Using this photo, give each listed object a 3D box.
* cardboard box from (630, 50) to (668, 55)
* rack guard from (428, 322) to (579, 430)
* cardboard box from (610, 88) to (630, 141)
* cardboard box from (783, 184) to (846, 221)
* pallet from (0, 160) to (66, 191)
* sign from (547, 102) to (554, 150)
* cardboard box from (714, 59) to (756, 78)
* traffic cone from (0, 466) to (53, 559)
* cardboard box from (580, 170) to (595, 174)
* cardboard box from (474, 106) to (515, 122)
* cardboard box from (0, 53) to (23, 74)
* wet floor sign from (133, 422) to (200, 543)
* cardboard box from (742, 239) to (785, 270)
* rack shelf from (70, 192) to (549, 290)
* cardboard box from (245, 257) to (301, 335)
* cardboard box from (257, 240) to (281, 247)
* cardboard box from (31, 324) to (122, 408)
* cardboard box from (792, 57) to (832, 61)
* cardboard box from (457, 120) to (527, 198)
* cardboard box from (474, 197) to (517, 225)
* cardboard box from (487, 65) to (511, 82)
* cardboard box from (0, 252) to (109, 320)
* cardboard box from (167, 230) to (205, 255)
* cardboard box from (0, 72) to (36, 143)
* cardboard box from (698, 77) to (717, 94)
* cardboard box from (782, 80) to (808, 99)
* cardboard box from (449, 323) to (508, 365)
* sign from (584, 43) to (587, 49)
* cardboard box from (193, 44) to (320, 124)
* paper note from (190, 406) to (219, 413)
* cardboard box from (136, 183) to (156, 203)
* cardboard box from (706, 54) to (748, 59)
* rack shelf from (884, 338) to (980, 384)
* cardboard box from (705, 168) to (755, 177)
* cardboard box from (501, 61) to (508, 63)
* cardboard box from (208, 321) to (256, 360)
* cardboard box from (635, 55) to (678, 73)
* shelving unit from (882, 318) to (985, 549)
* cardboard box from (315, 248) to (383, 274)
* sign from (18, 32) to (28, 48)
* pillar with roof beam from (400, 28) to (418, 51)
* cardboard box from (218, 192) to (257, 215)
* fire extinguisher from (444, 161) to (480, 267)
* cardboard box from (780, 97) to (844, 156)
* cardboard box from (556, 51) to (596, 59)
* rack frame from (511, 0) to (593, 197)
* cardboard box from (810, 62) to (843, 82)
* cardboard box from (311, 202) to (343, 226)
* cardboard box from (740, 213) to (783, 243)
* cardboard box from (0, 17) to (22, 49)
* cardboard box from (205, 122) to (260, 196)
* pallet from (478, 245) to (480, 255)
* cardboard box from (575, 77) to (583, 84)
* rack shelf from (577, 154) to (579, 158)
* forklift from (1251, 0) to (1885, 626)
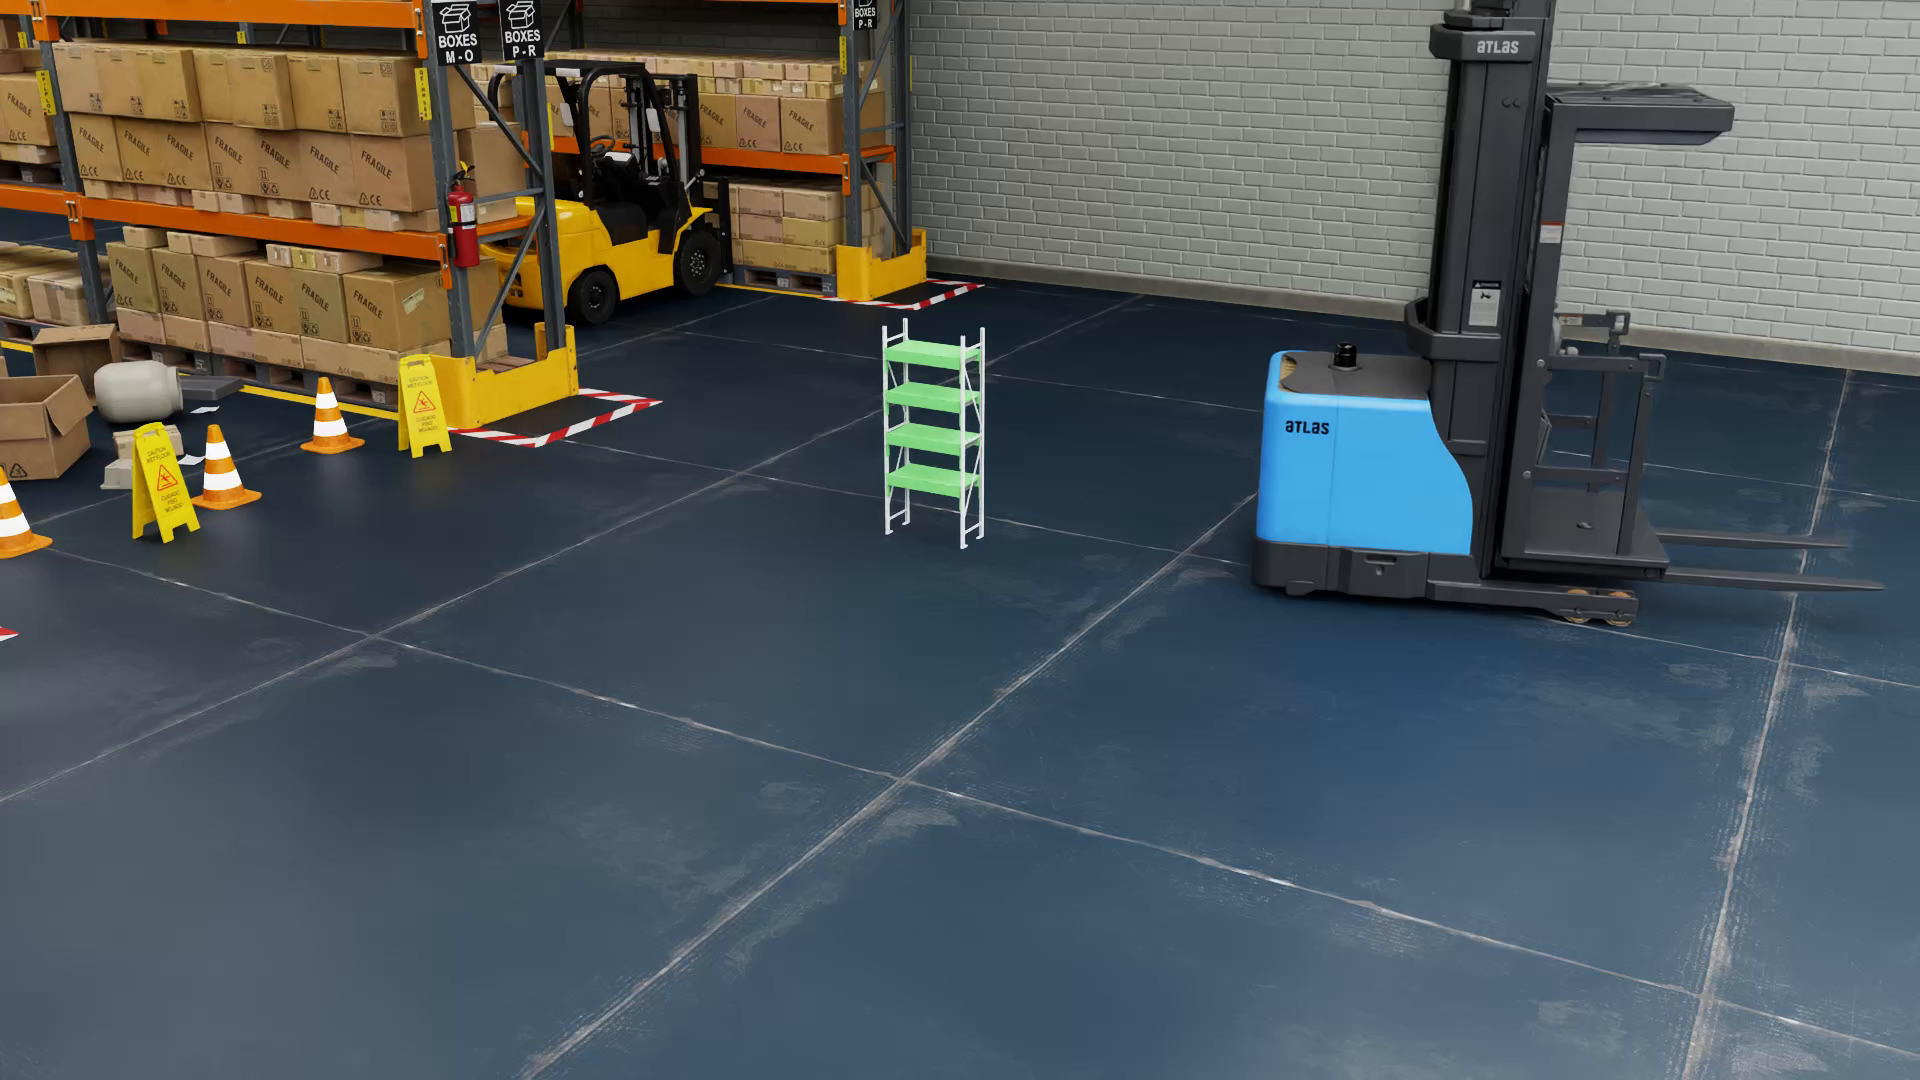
[{"bbox_3d":[-3.145,-4.908,16.961,0.250,0.149,0.380,10,22,26],"label":"cardboard box"},{"bbox_3d":[-3.248,-1.190,11.913,0.348,0.500,1.175,11,23,27],"label":"rack guard"},{"bbox_3d":[-3.091,-4.226,16.470,0.500,0.500,0.500,11,22,27],"label":"cardboard box"},{"bbox_3d":[-1.319,-3.189,15.709,0.500,0.250,0.500,12,23,29],"label":"cardboard box"},{"bbox_3d":[-7.270,-3.098,13.788,1.213,0.211,1.003,11,23,27],"label":"pallet"},{"bbox_3d":[-2.917,-2.921,11.750,0.005,0.325,0.100,11,23,27],"label":"sign"},{"bbox_3d":[-2.115,-4.461,15.729,0.250,0.149,0.380,11,23,29],"label":"cardboard box"},{"bbox_3d":[-5.279,-0.181,9.185,0.334,0.463,0.336,11,23,27],"label":"traffic cone"},{"bbox_3d":[-3.546,-3.609,16.866,0.500,0.250,0.500,11,23,27],"label":"cardboard box"},{"bbox_3d":[-4.824,-4.432,17.403,0.500,0.250,0.500,11,23,29],"label":"cardboard box"},{"bbox_3d":[-7.795,-3.827,13.367,0.250,0.149,0.380,10,22,26],"label":"cardboard box"},{"bbox_3d":[-4.517,-0.340,9.356,0.232,0.644,0.267,7,21,18],"label":"wet floor sign"},{"bbox_3d":[-1.758,-2.805,16.116,0.500,0.250,0.500,11,23,27],"label":"cardboard box"},{"bbox_3d":[-4.928,-2.347,12.491,4.000,0.370,1.077,11,23,27],"label":"rack shelf"},{"bbox_3d":[-4.903,-1.837,12.348,0.500,0.500,0.500,10,22,26],"label":"cardboard box"},{"bbox_3d":[-5.136,-2.088,13.039,0.500,0.500,0.500,12,23,30],"label":"cardboard box"},{"bbox_3d":[-6.402,-1.261,12.104,0.500,0.500,0.500,-7,21,-20],"label":"cardboard box"},{"bbox_3d":[-1.403,-4.535,15.935,0.250,0.149,0.380,11,23,28],"label":"cardboard box"},{"bbox_3d":[-3.460,-2.701,11.829,0.500,0.500,0.500,10,22,26],"label":"cardboard box"},{"bbox_3d":[-3.378,-2.353,11.820,0.250,0.149,0.380,11,23,28],"label":"cardboard box"},{"bbox_3d":[-4.663,-4.839,17.208,0.250,0.149,0.380,12,23,29],"label":"cardboard box"},{"bbox_3d":[-7.762,-2.185,14.227,0.625,0.372,0.950,12,23,31],"label":"cardboard box"},{"bbox_3d":[-5.761,-2.278,12.612,0.250,0.149,0.380,12,23,29],"label":"cardboard box"},{"bbox_3d":[-7.623,-3.493,13.396,0.500,0.500,0.500,11,23,28],"label":"cardboard box"},{"bbox_3d":[-2.336,-4.363,15.897,0.250,0.149,0.380,11,23,28],"label":"cardboard box"},{"bbox_3d":[-1.441,-4.191,15.421,0.250,0.149,0.380,11,23,28],"label":"cardboard box"},{"bbox_3d":[-3.751,-1.474,12.446,0.500,0.250,0.500,11,22,27],"label":"cardboard box"},{"bbox_3d":[-3.987,-5.106,17.656,0.005,0.325,0.100,11,23,27],"label":"sign"},{"bbox_3d":[-5.036,-3.294,11.999,0.500,0.500,0.700,11,22,27],"label":"cardboard box"},{"bbox_3d":[-5.403,-0.937,11.903,0.148,0.019,0.142,3,20,9],"label":"paper note"},{"bbox_3d":[-6.063,-2.690,12.751,0.250,0.149,0.380,11,23,27],"label":"cardboard box"},{"bbox_3d":[-2.290,-4.708,16.411,0.250,0.149,0.380,11,23,28],"label":"cardboard box"},{"bbox_3d":[-0.145,-0.983,9.095,0.480,0.148,0.258,11,23,27],"label":"rack shelf"},{"bbox_3d":[-2.405,-3.598,16.834,0.500,0.250,0.500,10,22,26],"label":"cardboard box"},{"bbox_3d":[-4.667,-5.031,17.737,0.250,0.149,0.380,10,22,26],"label":"cardboard box"},{"bbox_3d":[-5.355,-1.571,12.714,0.500,0.250,0.500,10,22,27],"label":"cardboard box"},{"bbox_3d":[-2.960,-4.656,16.267,0.250,0.149,0.380,11,23,27],"label":"cardboard box"},{"bbox_3d":[-0.145,-0.592,9.236,0.503,1.200,0.258,11,23,27],"label":"shelving unit"},{"bbox_3d":[-4.362,-2.012,11.877,0.250,0.149,0.380,12,23,29],"label":"cardboard box"},{"bbox_3d":[-11.499,-6.071,20.432,0.005,0.325,0.100,11,23,27],"label":"sign"},{"bbox_3d":[-8.270,-6.751,14.781,0.400,9.000,9.100,11,23,27],"label":"pillar with roof beam"},{"bbox_3d":[-5.210,-2.503,12.234,0.250,0.149,0.380,11,23,27],"label":"cardboard box"},{"bbox_3d":[-3.307,-2.160,11.034,0.183,0.674,0.296,11,23,27],"label":"fire extinguisher"},{"bbox_3d":[-1.322,-3.882,15.520,0.500,0.500,0.500,10,22,26],"label":"cardboard box"},{"bbox_3d":[-3.842,-4.835,16.762,0.250,0.149,0.380,11,23,28],"label":"cardboard box"},{"bbox_3d":[-4.257,-4.496,17.361,0.127,3.000,1.000,11,23,27],"label":"rack frame"},{"bbox_3d":[-1.180,-4.319,15.340,0.250,0.149,0.380,11,23,27],"label":"cardboard box"},{"bbox_3d":[-4.341,-2.325,11.744,0.250,0.149,0.380,11,23,28],"label":"cardboard box"},{"bbox_3d":[-1.774,-3.045,16.045,0.500,0.250,0.500,11,22,27],"label":"cardboard box"},{"bbox_3d":[-12.411,-6.575,21.777,0.500,0.500,0.500,10,22,26],"label":"cardboard box"},{"bbox_3d":[-5.093,-2.806,12.120,0.500,0.500,0.500,11,23,28],"label":"cardboard box"},{"bbox_3d":[-4.919,-3.296,18.142,1.213,0.211,1.003,11,23,27],"label":"pallet"},{"bbox_3d":[-3.639,-4.639,16.657,0.250,0.149,0.380,11,23,27],"label":"cardboard box"},{"bbox_3d":[-6.003,-4.491,18.401,4.000,0.370,1.077,11,23,27],"label":"rack shelf"},{"bbox_3d":[3.076,-1.150,8.239,3.031,2.935,1.130,4,20,11],"label":"forklift"}]
